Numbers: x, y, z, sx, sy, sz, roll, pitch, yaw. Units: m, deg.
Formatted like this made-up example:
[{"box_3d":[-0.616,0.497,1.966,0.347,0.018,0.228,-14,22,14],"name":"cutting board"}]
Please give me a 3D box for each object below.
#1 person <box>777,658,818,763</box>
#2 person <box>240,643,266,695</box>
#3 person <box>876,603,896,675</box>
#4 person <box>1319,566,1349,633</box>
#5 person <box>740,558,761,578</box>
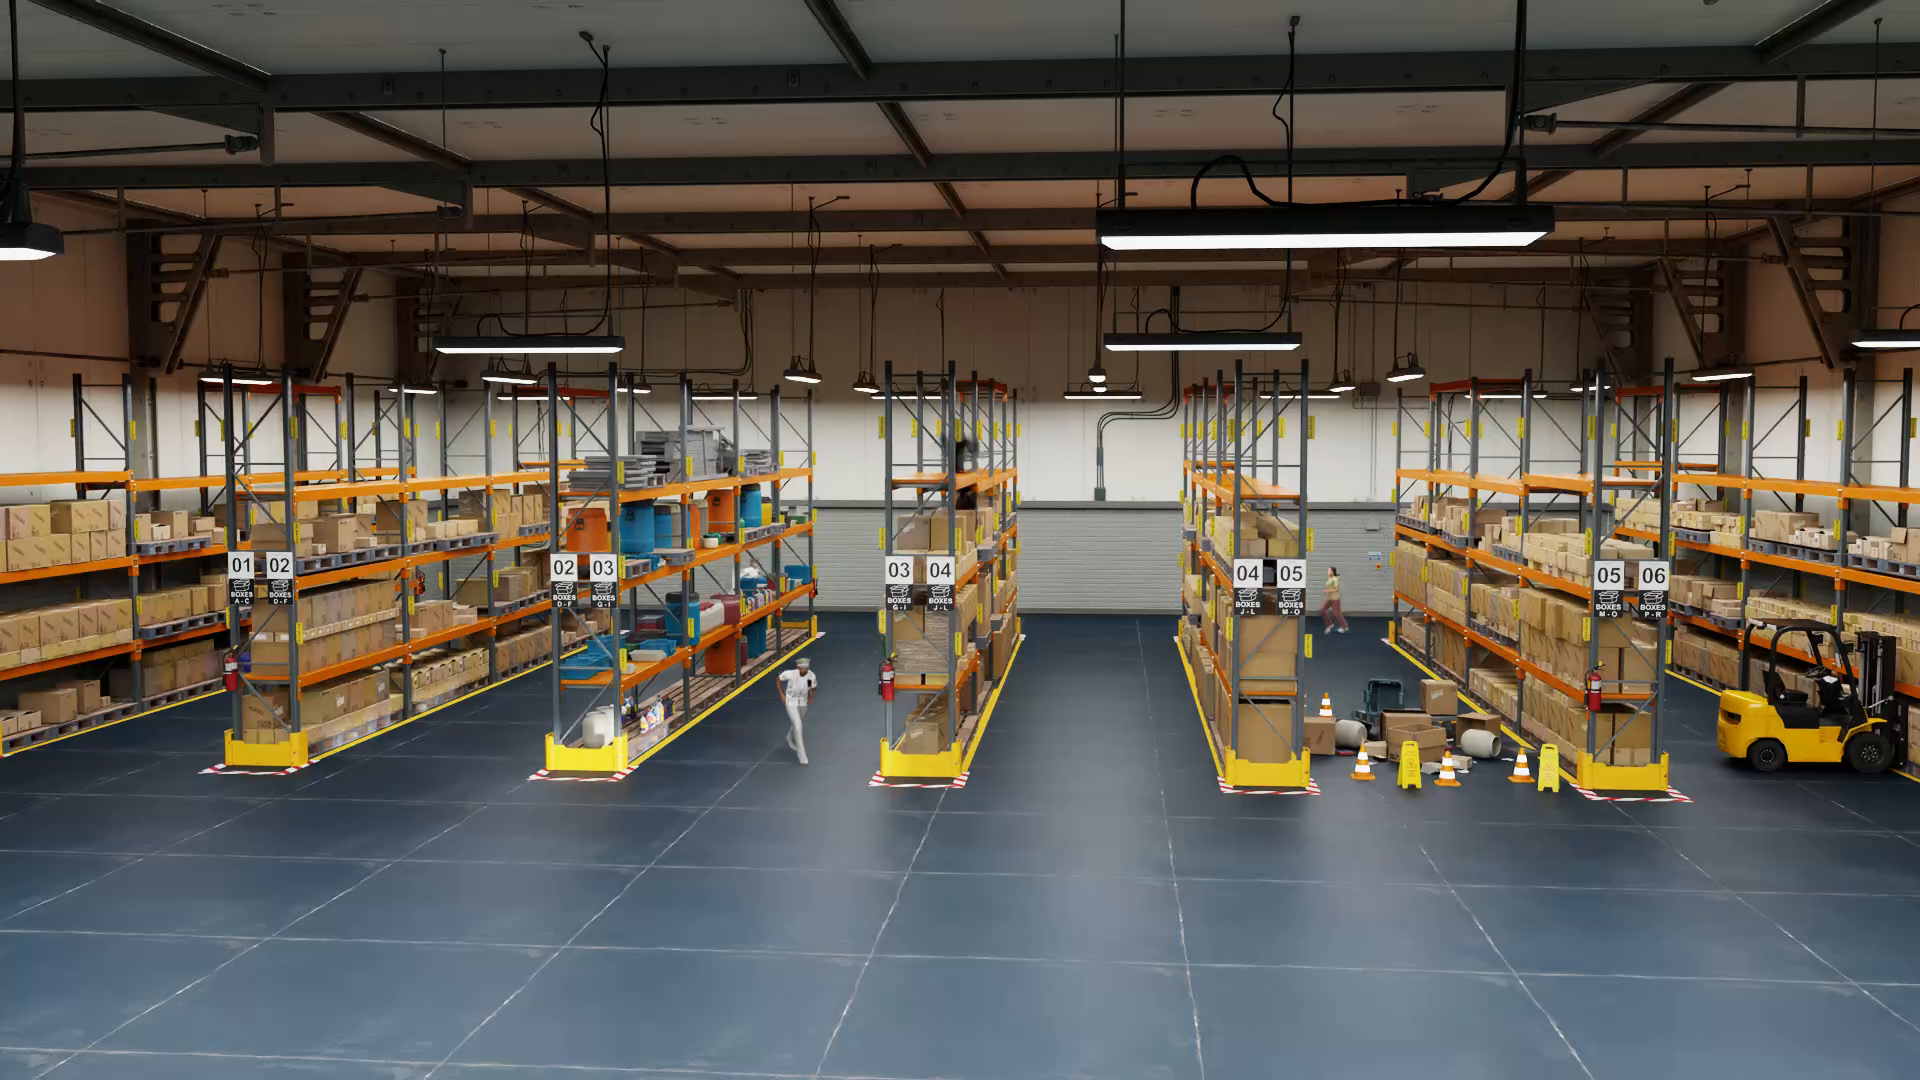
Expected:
[{"box_3d":[-2.512,2.569,25.409,0.618,1.631,0.973,-1,4,-20],"name":"person"},{"box_3d":[-12.058,2.421,28.322,0.589,1.467,0.855,-1,4,-19],"name":"person"},{"box_3d":[-1.348,1.968,33.761,0.689,1.623,0.883,1,4,8],"name":"person"},{"box_3d":[9.238,1.461,41.043,0.776,1.624,0.499,-1,4,-14],"name":"person"},{"box_3d":[-5.560,1.289,43.793,0.712,1.633,0.747,4,5,45],"name":"person"}]
